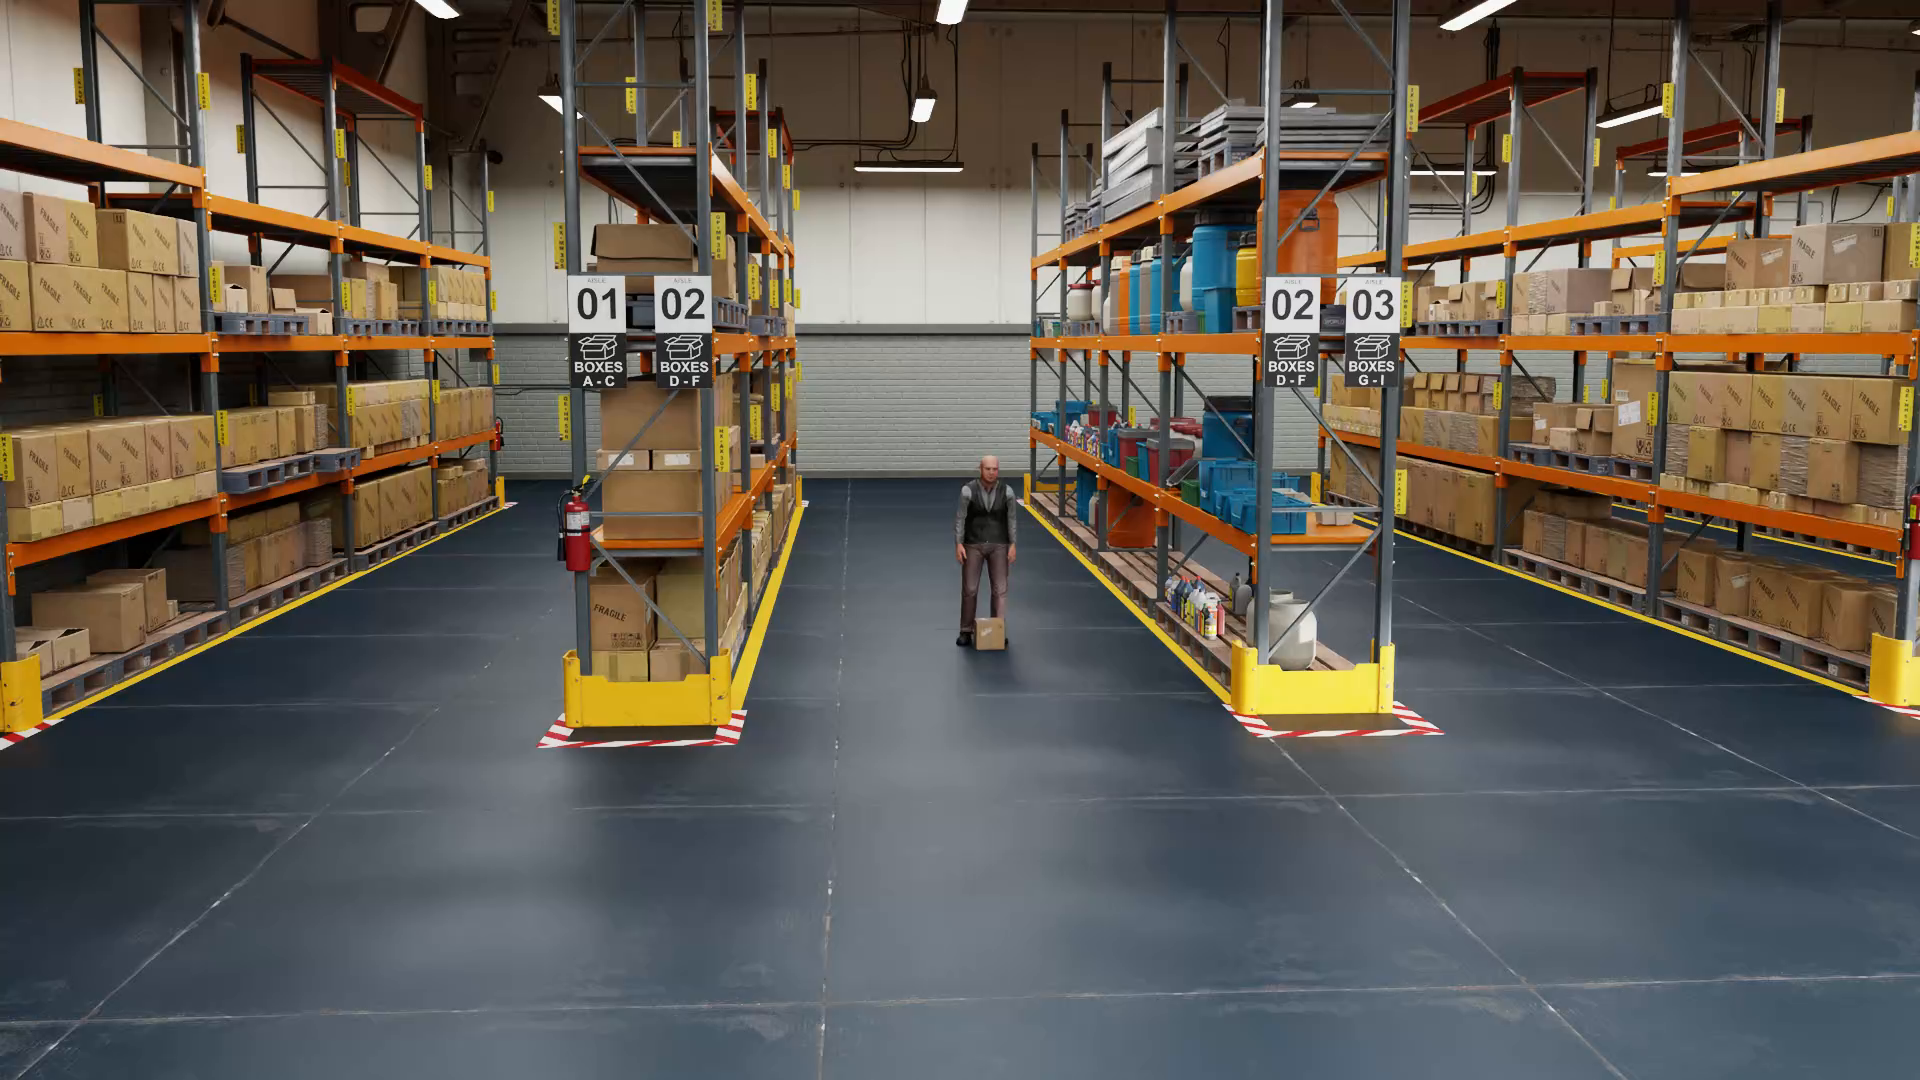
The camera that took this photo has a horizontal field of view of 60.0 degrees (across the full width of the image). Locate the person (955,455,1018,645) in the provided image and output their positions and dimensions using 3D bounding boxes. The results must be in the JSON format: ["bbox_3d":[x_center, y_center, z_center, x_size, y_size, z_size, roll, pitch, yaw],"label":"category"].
[{"bbox_3d":[0.238,0.081,15.170,0.580,1.719,0.426,-1,7,-7],"label":"person"}]
